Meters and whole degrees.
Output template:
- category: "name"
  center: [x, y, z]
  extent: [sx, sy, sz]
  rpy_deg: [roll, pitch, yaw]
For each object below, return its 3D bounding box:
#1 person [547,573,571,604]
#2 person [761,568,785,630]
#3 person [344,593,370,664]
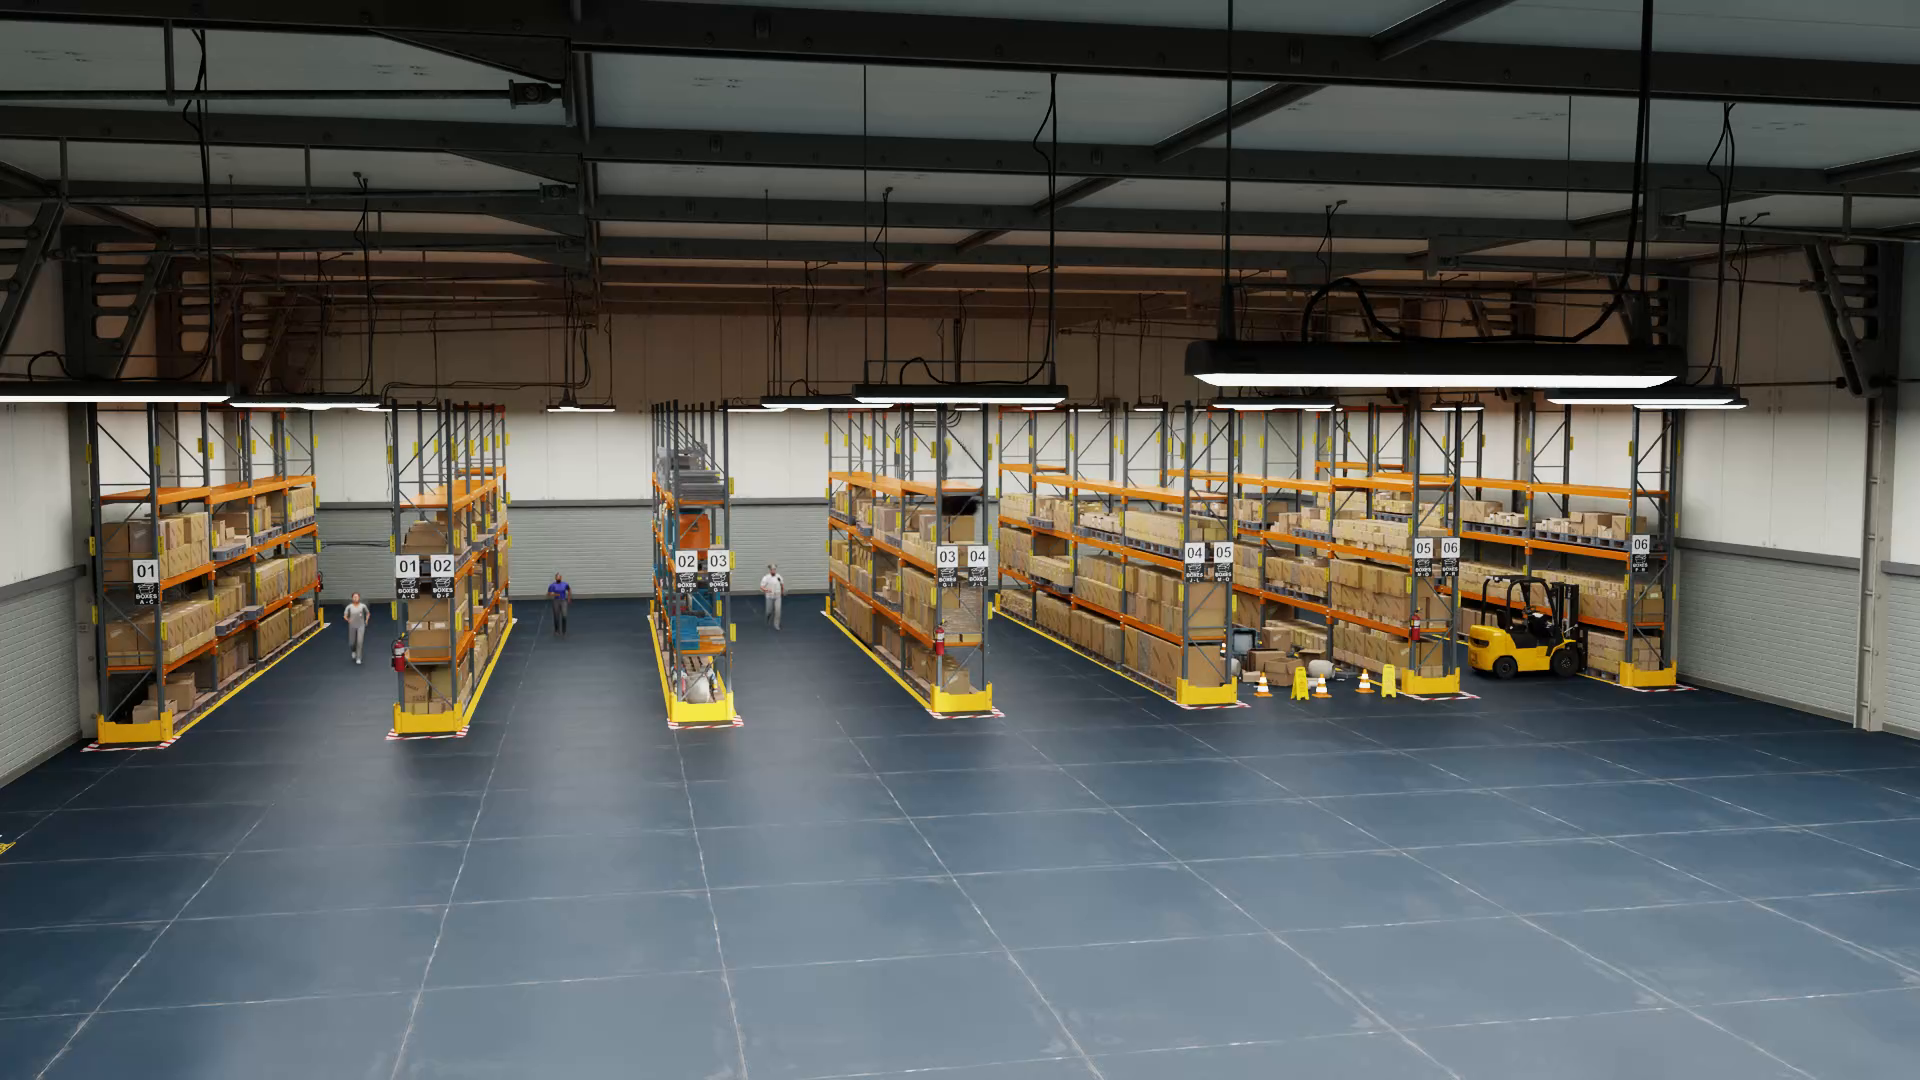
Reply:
- category: "person"
  center: [-10.254, 1.250, 42.565]
  extent: [0.611, 0.827, 0.605]
  rpy_deg: [-1, 5, -19]
- category: "person"
  center: [-4.982, 1.532, 44.422]
  extent: [0.674, 1.682, 0.782]
  rpy_deg: [-1, 5, -19]
- category: "person"
  center: [-13.892, 2.019, 38.339]
  extent: [0.573, 1.628, 0.758]
  rpy_deg: [-2, 5, -19]
